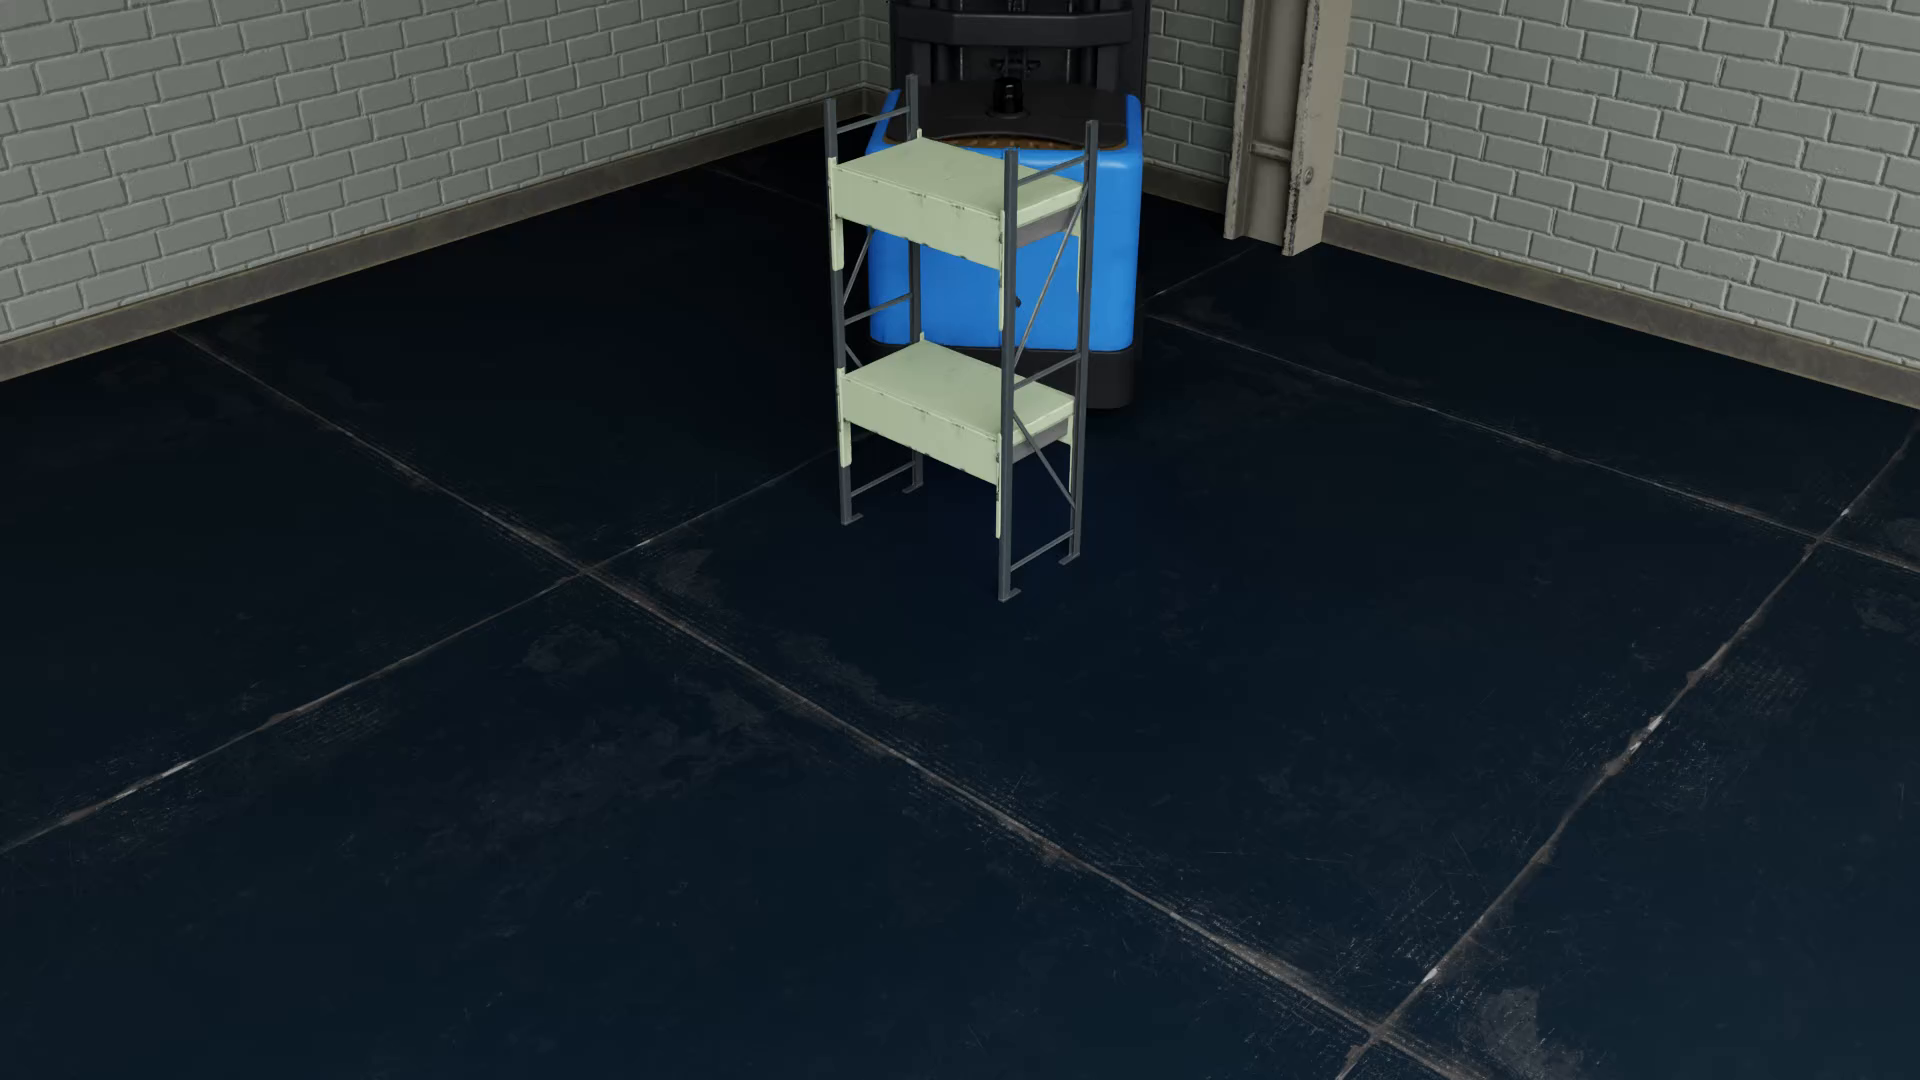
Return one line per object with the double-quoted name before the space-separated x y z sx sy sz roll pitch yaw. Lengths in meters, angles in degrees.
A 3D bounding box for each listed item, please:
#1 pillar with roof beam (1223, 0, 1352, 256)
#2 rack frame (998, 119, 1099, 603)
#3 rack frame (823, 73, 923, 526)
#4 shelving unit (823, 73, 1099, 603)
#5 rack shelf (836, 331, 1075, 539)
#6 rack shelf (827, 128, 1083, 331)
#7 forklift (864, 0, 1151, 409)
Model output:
"pillar with roof beam" -1.338 -3.703 3.176 0.400 9.000 9.100 25 39 35
"rack frame" 0.266 -0.518 5.157 0.023 1.500 0.400 25 39 35
"rack frame" -0.276 -0.772 5.577 0.023 1.500 0.400 25 39 35
"shelving unit" -0.005 -0.645 5.367 0.755 1.500 0.431 25 39 35
"rack shelf" -0.005 -0.366 5.535 0.720 0.370 0.431 25 39 35
"rack shelf" -0.005 -0.979 5.166 0.720 0.370 0.431 25 39 35
"forklift" 0.268 -2.497 7.057 1.130 2.935 3.031 2 31 4
